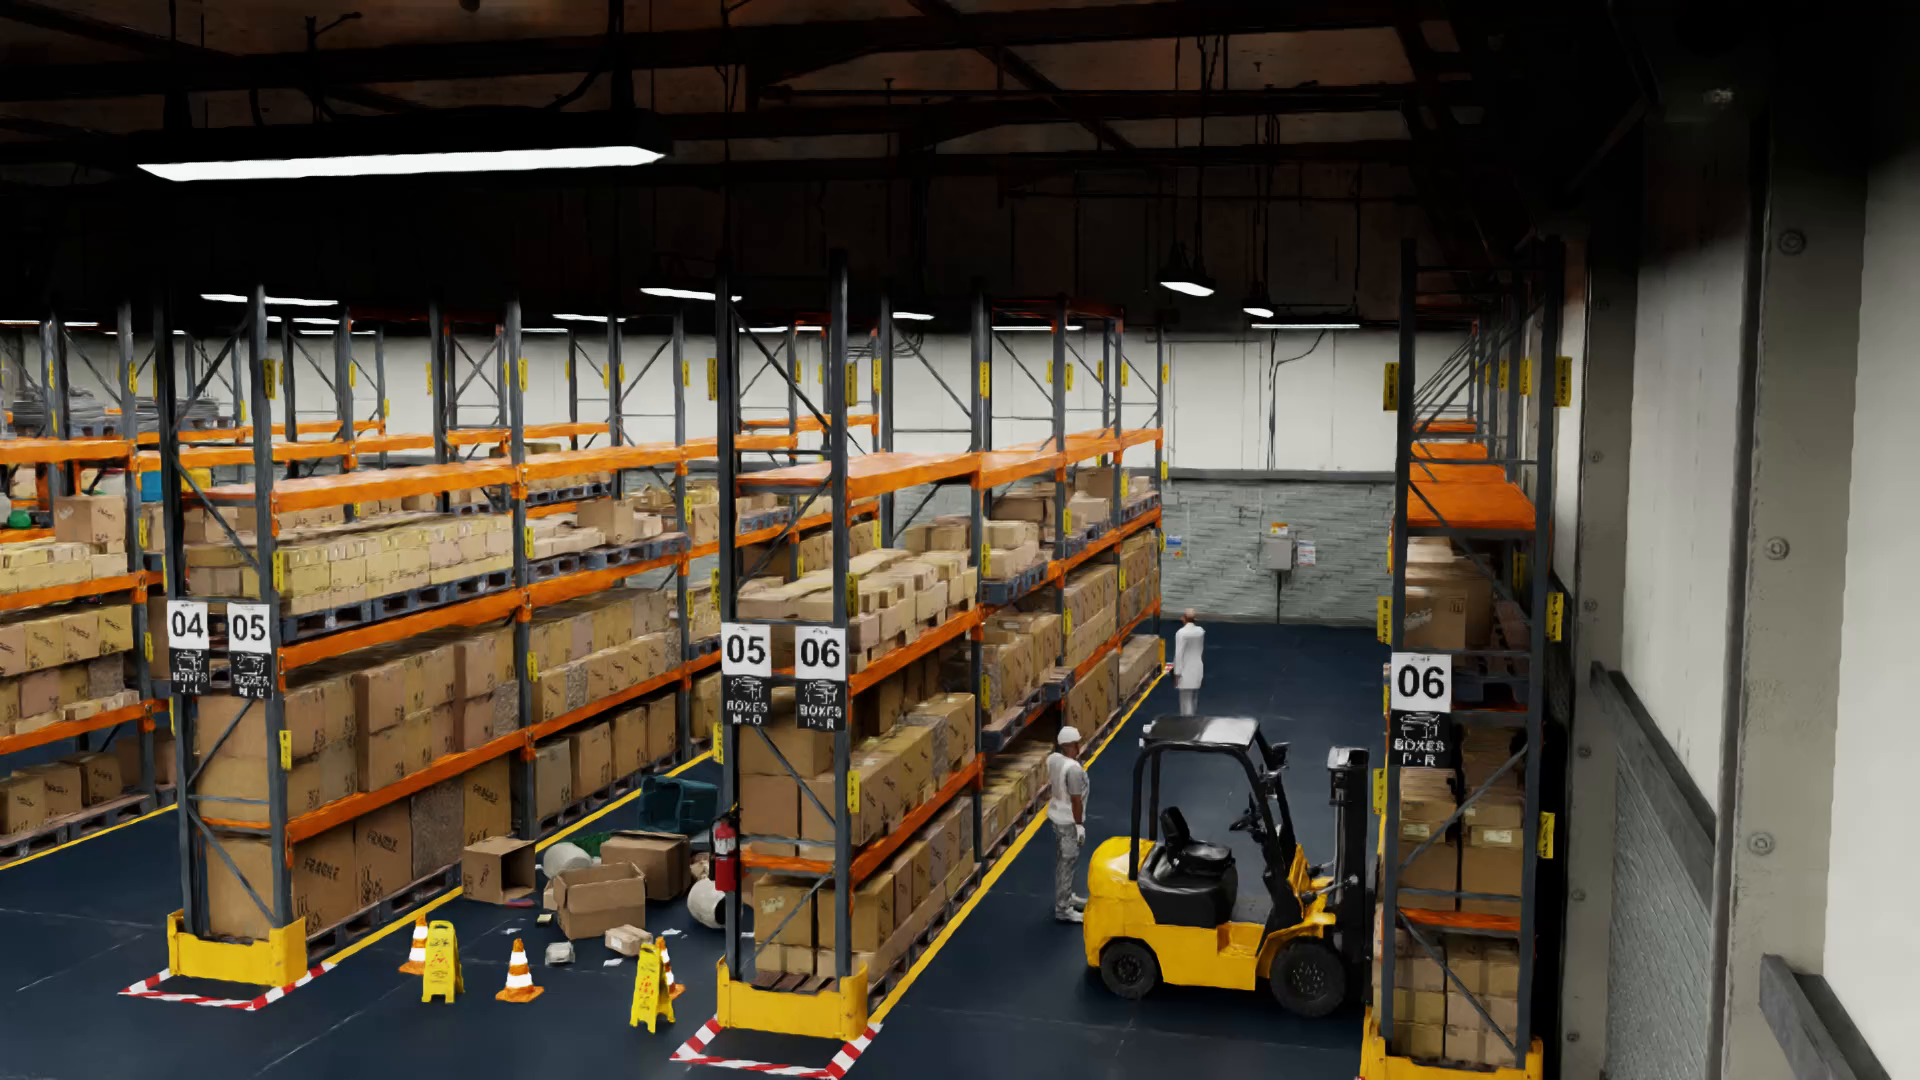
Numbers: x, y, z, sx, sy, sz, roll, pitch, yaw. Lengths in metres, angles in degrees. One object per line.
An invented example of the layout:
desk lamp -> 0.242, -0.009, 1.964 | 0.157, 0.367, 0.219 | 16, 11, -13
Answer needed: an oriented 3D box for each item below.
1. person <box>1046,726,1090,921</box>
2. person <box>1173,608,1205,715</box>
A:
person -> 1.052, 2.619, 15.568 | 0.456, 1.786, 0.620 | -2, 6, -16
person -> 3.120, 1.826, 23.094 | 0.636, 1.782, 0.550 | -6, 8, -44
